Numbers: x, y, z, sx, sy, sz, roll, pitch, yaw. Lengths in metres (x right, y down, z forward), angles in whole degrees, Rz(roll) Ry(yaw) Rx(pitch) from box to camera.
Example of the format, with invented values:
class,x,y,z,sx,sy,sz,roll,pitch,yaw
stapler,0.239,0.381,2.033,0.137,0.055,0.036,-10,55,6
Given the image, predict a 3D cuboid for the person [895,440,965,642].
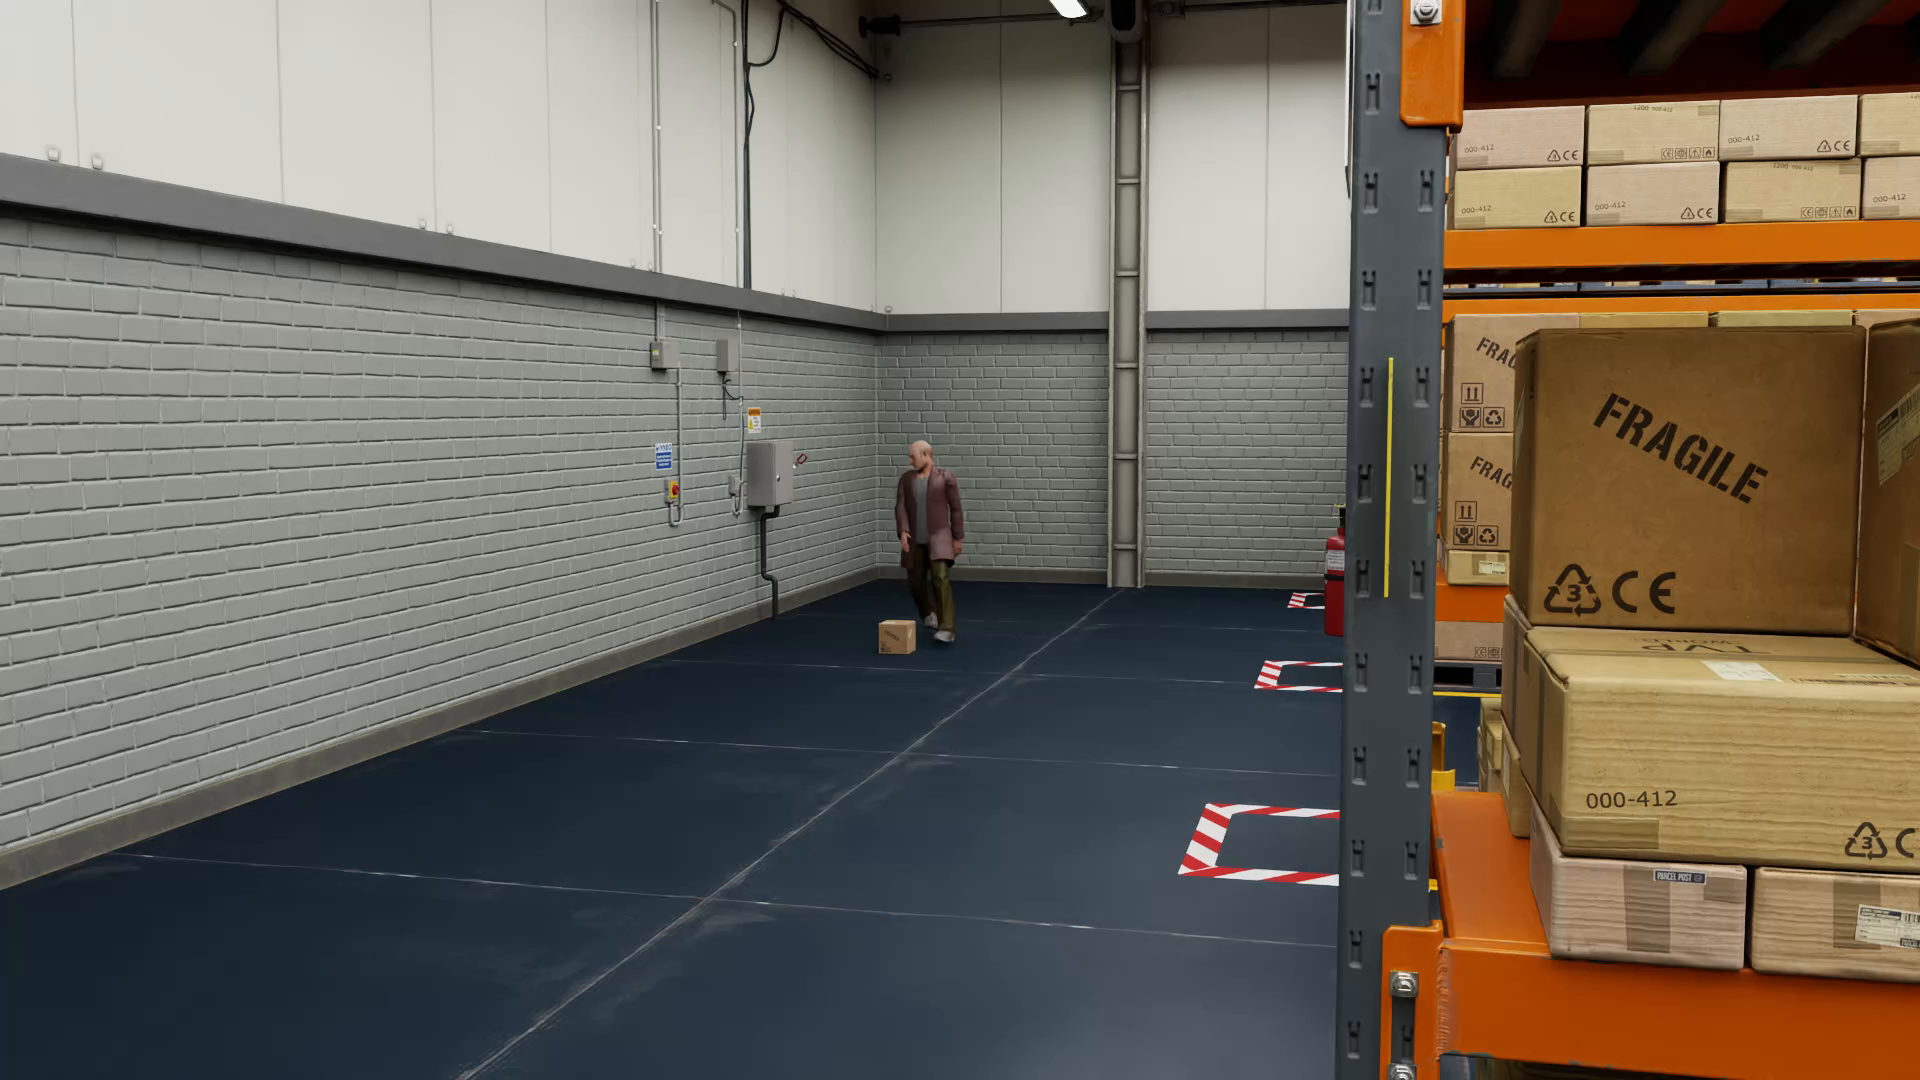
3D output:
class,x,y,z,sx,sy,sz,roll,pitch,yaw
person,-0.267,-0.004,14.490,0.596,1.725,0.893,2,5,19
